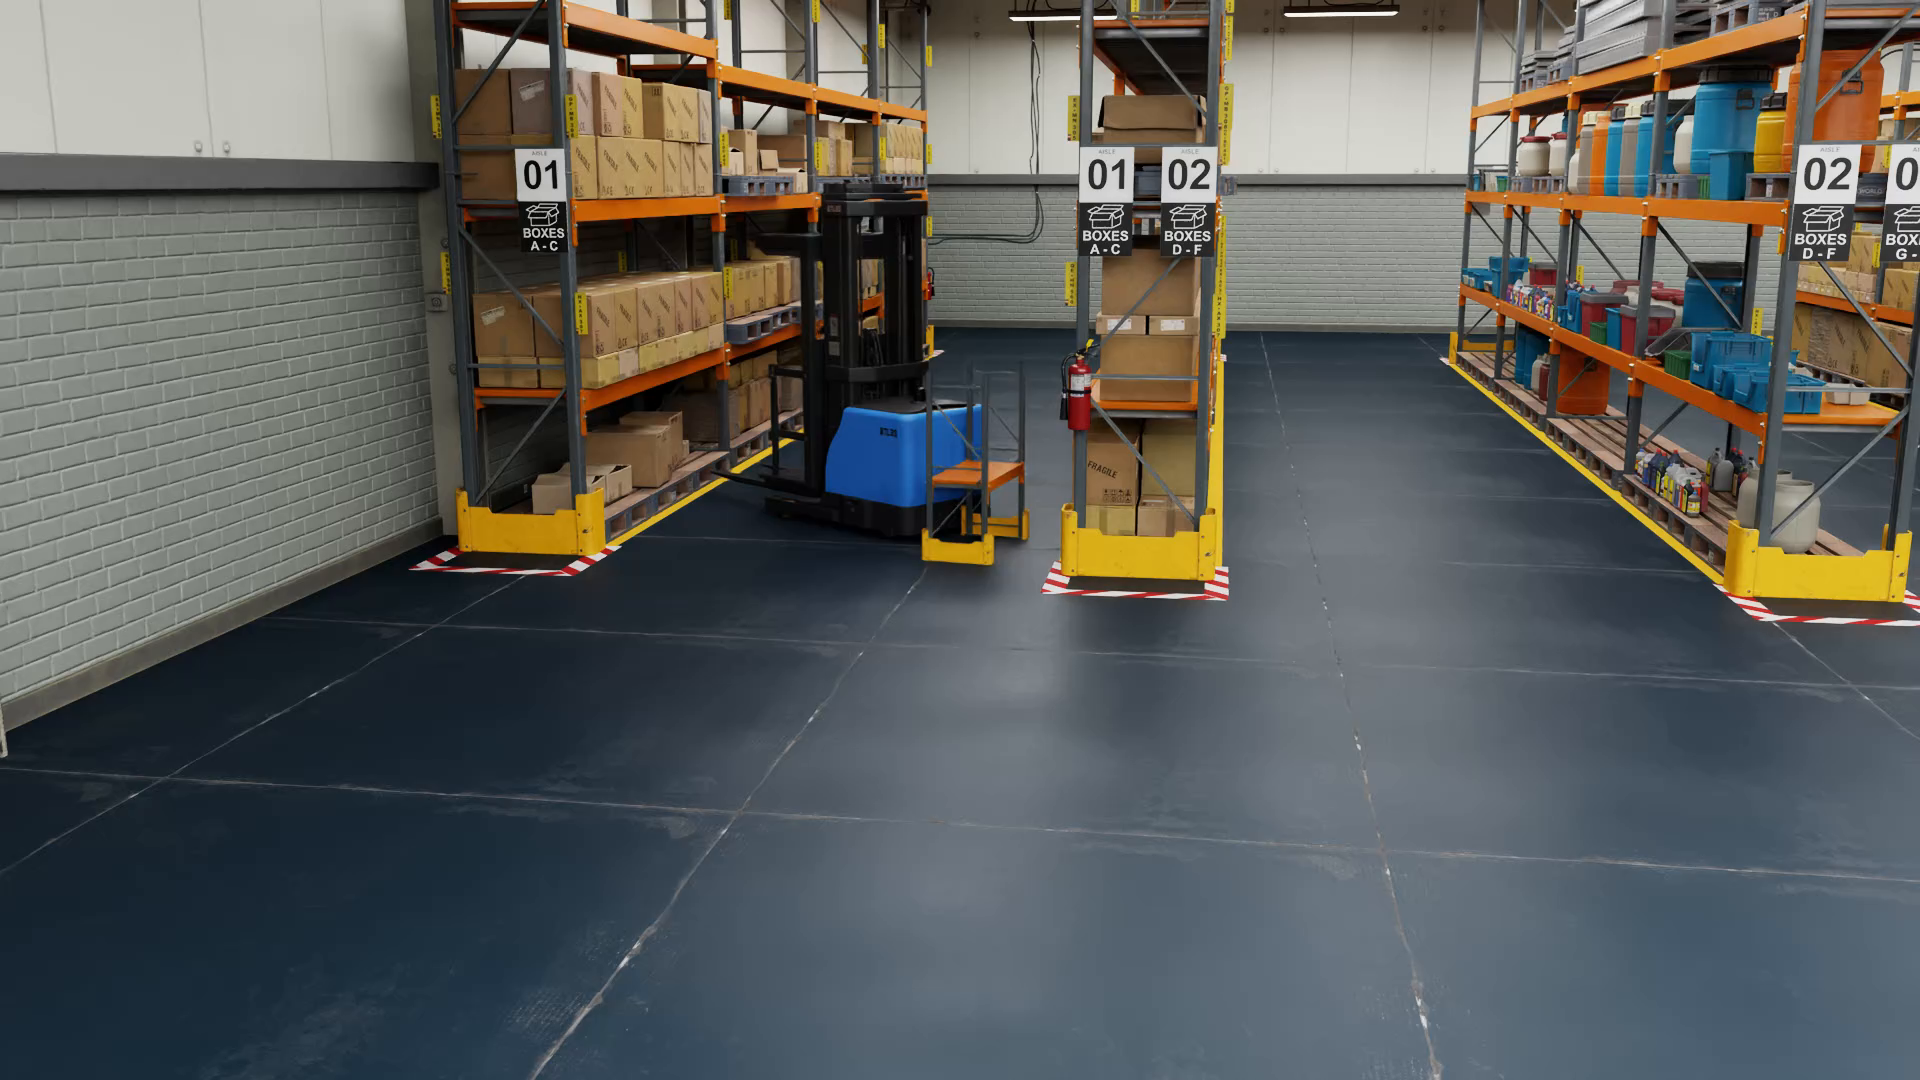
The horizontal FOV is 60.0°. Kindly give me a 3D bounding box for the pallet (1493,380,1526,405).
[{"bbox_3d":[7.954,-2.031,22.918,1.003,0.211,1.213,2,12,9],"label":"pallet"}]

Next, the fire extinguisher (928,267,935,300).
[{"bbox_3d":[-0.581,-4.504,28.840,0.296,0.674,0.183,2,12,9],"label":"fire extinguisher"}]

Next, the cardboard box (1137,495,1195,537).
[{"bbox_3d":[1.677,-0.183,13.251,0.500,0.250,0.500,2,12,9],"label":"cardboard box"}]

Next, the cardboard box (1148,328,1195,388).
[{"bbox_3d":[1.535,-1.472,13.467,0.700,0.500,0.500,2,12,10],"label":"cardboard box"}]

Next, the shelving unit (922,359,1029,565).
[{"bbox_3d":[0.140,-0.659,13.493,0.587,1.500,1.083,4,13,18],"label":"shelving unit"}]

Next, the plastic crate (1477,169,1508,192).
[{"bbox_3d":[8.223,-5.513,25.483,0.504,0.338,0.767,2,12,9],"label":"plastic crate"}]

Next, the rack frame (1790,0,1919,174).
[{"bbox_3d":[6.269,-3.988,11.140,1.000,3.000,0.127,2,12,9],"label":"rack frame"}]

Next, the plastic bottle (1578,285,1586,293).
[{"bbox_3d":[7.956,-3.075,21.260,0.144,0.351,0.185,2,12,9],"label":"plastic bottle"}]

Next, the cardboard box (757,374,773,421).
[{"bbox_3d":[-2.592,-1.676,19.539,0.700,0.500,0.500,2,12,8],"label":"cardboard box"}]

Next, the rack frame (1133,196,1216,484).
[{"bbox_3d":[1.990,-2.050,16.384,1.000,3.000,0.127,2,12,9],"label":"rack frame"}]

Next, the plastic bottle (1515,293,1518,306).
[{"bbox_3d":[7.550,-3.253,22.439,0.097,0.201,0.097,0,12,0],"label":"plastic bottle"}]

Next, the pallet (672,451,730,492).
[{"bbox_3d":[-2.974,-0.705,16.765,1.003,0.211,1.213,2,12,9],"label":"pallet"}]

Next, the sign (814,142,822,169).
[{"bbox_3d":[-1.754,-4.743,20.535,0.100,0.325,0.005,2,12,9],"label":"sign"}]

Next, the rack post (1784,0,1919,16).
[{"bbox_3d":[6.511,-3.897,11.904,0.937,0.300,0.954,3,13,15],"label":"rack post"}]

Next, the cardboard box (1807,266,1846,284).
[{"bbox_3d":[13.129,-3.994,25.056,0.500,0.250,0.500,1,12,7],"label":"cardboard box"}]

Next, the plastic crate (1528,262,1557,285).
[{"bbox_3d":[8.499,-3.792,24.175,0.402,0.464,0.583,2,12,9],"label":"plastic crate"}]

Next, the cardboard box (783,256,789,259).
[{"bbox_3d":[-2.314,-3.550,20.526,0.380,0.149,0.250,0,12,1],"label":"cardboard box"}]

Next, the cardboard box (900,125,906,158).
[{"bbox_3d":[-1.145,-6.238,26.041,0.500,0.500,0.500,2,12,9],"label":"cardboard box"}]

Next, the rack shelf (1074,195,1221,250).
[{"bbox_3d":[1.682,-2.748,14.212,1.077,0.370,4.000,2,12,9],"label":"rack shelf"}]

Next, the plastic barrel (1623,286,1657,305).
[{"bbox_3d":[7.552,-2.555,18.462,0.421,0.512,0.421,0,12,0],"label":"plastic barrel"}]

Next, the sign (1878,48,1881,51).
[{"bbox_3d":[14.157,-7.633,25.648,0.100,0.325,0.005,2,12,9],"label":"sign"}]

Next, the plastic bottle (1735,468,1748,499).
[{"bbox_3d":[6.856,-0.495,14.572,0.061,0.283,0.133,2,12,9],"label":"plastic bottle"}]

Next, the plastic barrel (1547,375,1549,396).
[{"bbox_3d":[7.556,-1.933,20.751,0.421,0.512,0.421,0,12,0],"label":"plastic barrel"}]

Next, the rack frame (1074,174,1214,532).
[{"bbox_3d":[1.375,-1.217,12.521,1.000,3.000,0.127,2,12,9],"label":"rack frame"}]

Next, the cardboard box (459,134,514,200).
[{"bbox_3d":[-3.707,-2.997,13.374,0.500,0.500,0.500,3,12,13],"label":"cardboard box"}]

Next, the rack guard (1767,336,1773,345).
[{"bbox_3d":[13.627,-3.009,26.769,1.175,0.500,0.348,2,12,9],"label":"rack guard"}]

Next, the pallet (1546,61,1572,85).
[{"bbox_3d":[7.640,-5.515,19.622,1.213,0.211,1.003,2,12,9],"label":"pallet"}]

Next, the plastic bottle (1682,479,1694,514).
[{"bbox_3d":[6.118,-0.364,13.968,0.061,0.283,0.133,2,12,10],"label":"plastic bottle"}]

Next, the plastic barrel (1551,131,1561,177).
[{"bbox_3d":[8.174,-5.121,22.071,0.600,0.588,0.600,0,12,0],"label":"plastic barrel"}]

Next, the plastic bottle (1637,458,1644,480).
[{"bbox_3d":[6.386,-0.662,15.544,0.097,0.201,0.097,0,12,0],"label":"plastic bottle"}]

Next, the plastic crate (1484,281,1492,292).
[{"bbox_3d":[8.085,-3.826,25.112,0.293,0.136,0.466,2,12,9],"label":"plastic crate"}]

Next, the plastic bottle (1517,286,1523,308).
[{"bbox_3d":[7.500,-3.249,22.228,0.061,0.283,0.133,2,12,9],"label":"plastic bottle"}]

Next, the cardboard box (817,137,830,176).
[{"bbox_3d":[-2.145,-5.102,22.145,0.700,0.500,0.500,3,12,12],"label":"cardboard box"}]

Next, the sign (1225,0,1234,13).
[{"bbox_3d":[3.154,-6.332,19.421,0.100,0.325,0.005,2,12,9],"label":"sign"}]

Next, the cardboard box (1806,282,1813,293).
[{"bbox_3d":[13.087,-3.826,25.223,0.380,0.149,0.250,2,12,8],"label":"cardboard box"}]

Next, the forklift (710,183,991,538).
[{"bbox_3d":[-1.117,-1.695,14.903,1.130,2.935,3.031,-12,17,-43],"label":"forklift"}]

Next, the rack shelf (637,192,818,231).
[{"bbox_3d":[-2.598,-3.740,18.817,1.077,0.370,4.000,2,12,9],"label":"rack shelf"}]

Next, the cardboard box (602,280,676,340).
[{"bbox_3d":[-2.911,-2.087,15.087,0.500,0.500,0.500,2,12,10],"label":"cardboard box"}]

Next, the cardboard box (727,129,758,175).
[{"bbox_3d":[-2.553,-4.298,18.462,0.500,0.500,0.500,1,12,7],"label":"cardboard box"}]

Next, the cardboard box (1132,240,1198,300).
[{"bbox_3d":[1.696,-2.327,14.353,0.700,0.500,0.500,2,12,9],"label":"cardboard box"}]

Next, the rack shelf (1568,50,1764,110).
[{"bbox_3d":[7.191,-4.690,17.054,1.077,0.370,4.000,2,12,9],"label":"rack shelf"}]

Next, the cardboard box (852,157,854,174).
[{"bbox_3d":[-1.801,-5.672,25.194,0.500,0.250,0.500,2,12,9],"label":"cardboard box"}]

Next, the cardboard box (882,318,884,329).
[{"bbox_3d":[-1.226,-3.393,26.014,0.380,0.149,0.250,2,12,11],"label":"cardboard box"}]

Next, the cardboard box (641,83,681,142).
[{"bbox_3d":[-2.858,-3.887,15.130,0.500,0.500,0.500,1,12,7],"label":"cardboard box"}]

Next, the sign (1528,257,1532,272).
[{"bbox_3d":[9.275,-4.452,27.143,0.100,0.325,0.005,2,12,9],"label":"sign"}]

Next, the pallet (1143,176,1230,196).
[{"bbox_3d":[2.420,-3.879,18.202,1.003,0.211,1.213,2,12,11],"label":"pallet"}]

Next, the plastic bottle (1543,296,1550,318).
[{"bbox_3d":[7.241,-2.868,20.488,0.097,0.271,0.097,0,12,0],"label":"plastic bottle"}]

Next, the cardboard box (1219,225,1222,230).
[{"bbox_3d":[3.729,-4.556,25.404,0.500,0.500,0.500,2,12,7],"label":"cardboard box"}]

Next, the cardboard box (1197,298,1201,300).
[{"bbox_3d":[1.925,-2.032,14.527,0.380,0.149,0.250,2,12,11],"label":"cardboard box"}]

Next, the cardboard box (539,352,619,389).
[{"bbox_3d":[-3.132,-1.405,13.699,0.500,0.250,0.500,2,12,7],"label":"cardboard box"}]

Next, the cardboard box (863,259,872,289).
[{"bbox_3d":[-1.566,-3.868,23.831,0.500,0.500,0.500,2,12,9],"label":"cardboard box"}]

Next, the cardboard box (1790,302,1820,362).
[{"bbox_3d":[13.604,-3.257,26.032,0.875,0.875,0.875,2,12,9],"label":"cardboard box"}]

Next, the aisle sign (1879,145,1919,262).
[{"bbox_3d":[6.547,-2.302,11.385,0.394,0.787,0.004,2,12,9],"label":"aisle sign"}]
